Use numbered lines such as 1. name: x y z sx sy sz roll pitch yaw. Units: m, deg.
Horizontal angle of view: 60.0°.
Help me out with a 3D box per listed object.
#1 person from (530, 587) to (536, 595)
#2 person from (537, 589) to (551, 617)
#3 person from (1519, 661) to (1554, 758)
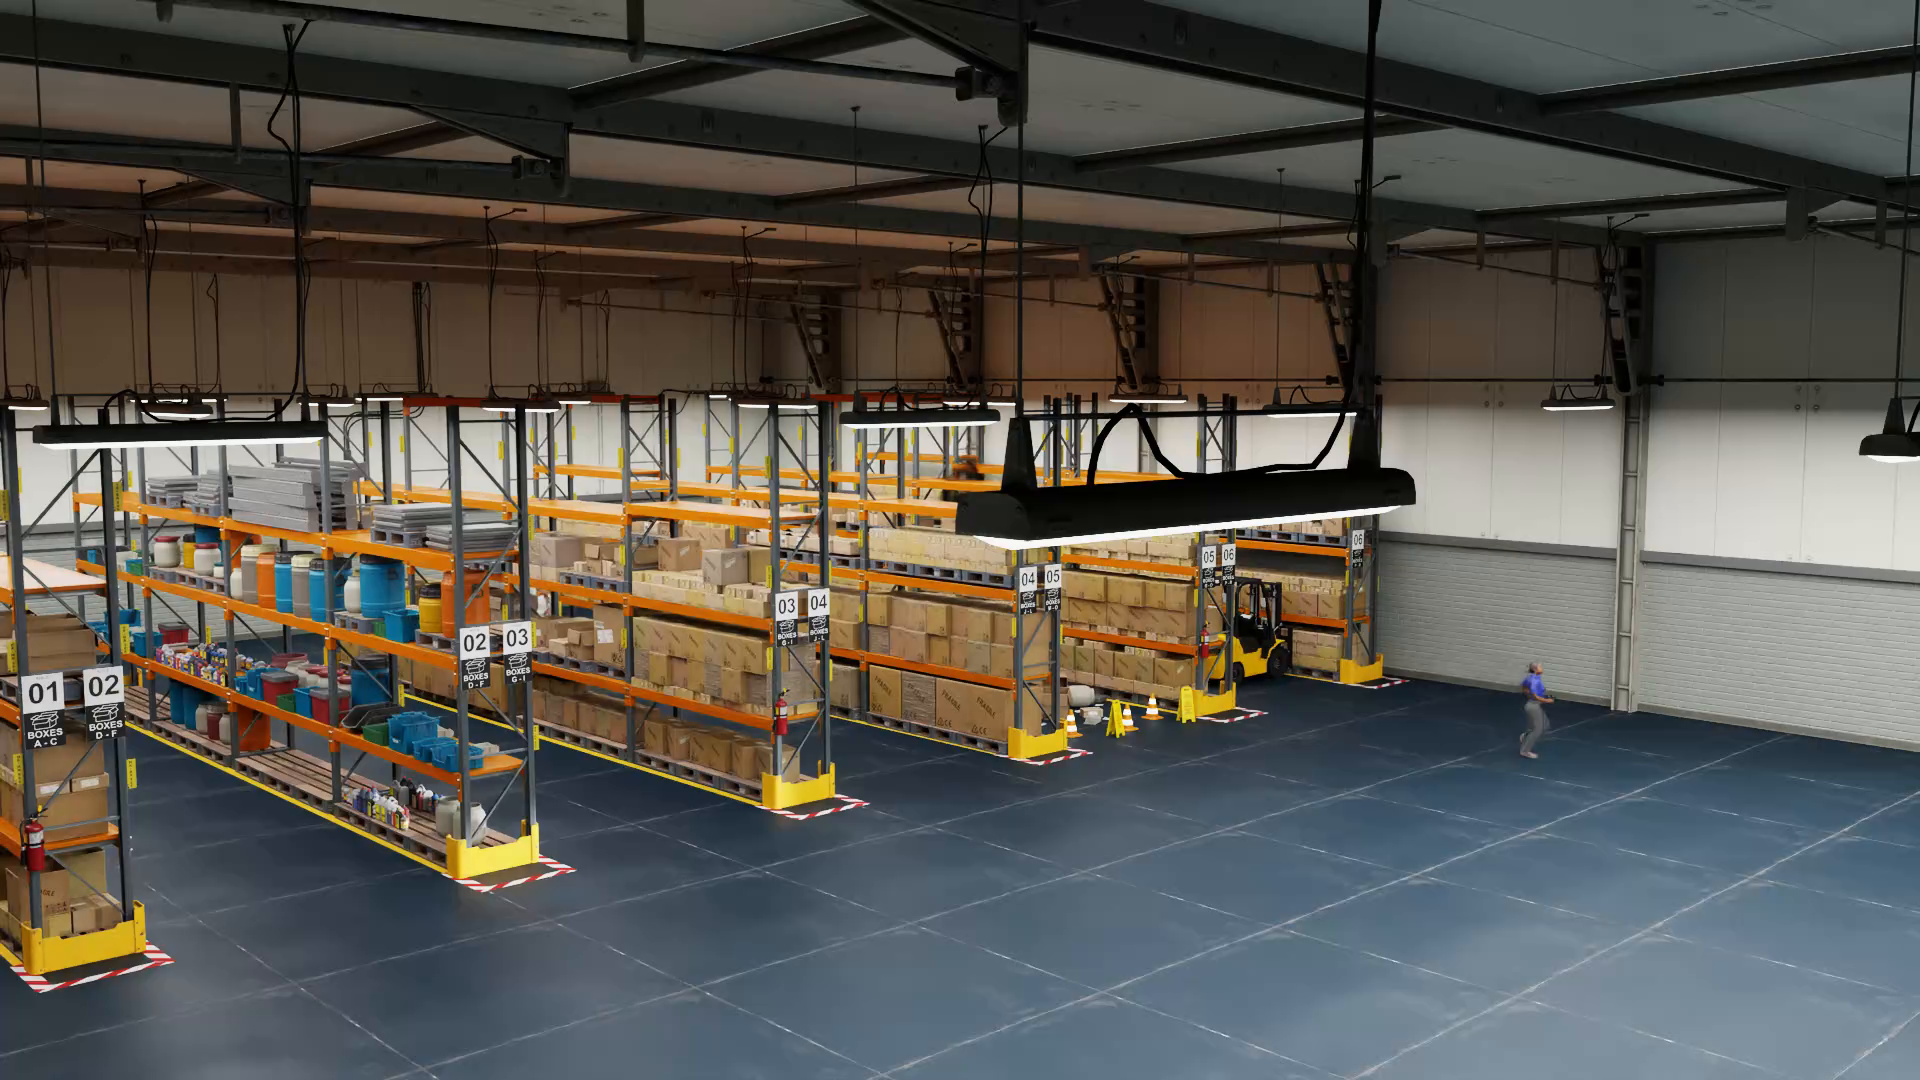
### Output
1. person: -10.351 1.524 40.761 0.711 1.749 0.736 3 6 31
2. person: -9.199 1.884 36.844 0.725 1.819 1.036 -4 7 -39
3. person: 9.662 2.834 27.839 0.537 1.624 0.624 1 6 15
